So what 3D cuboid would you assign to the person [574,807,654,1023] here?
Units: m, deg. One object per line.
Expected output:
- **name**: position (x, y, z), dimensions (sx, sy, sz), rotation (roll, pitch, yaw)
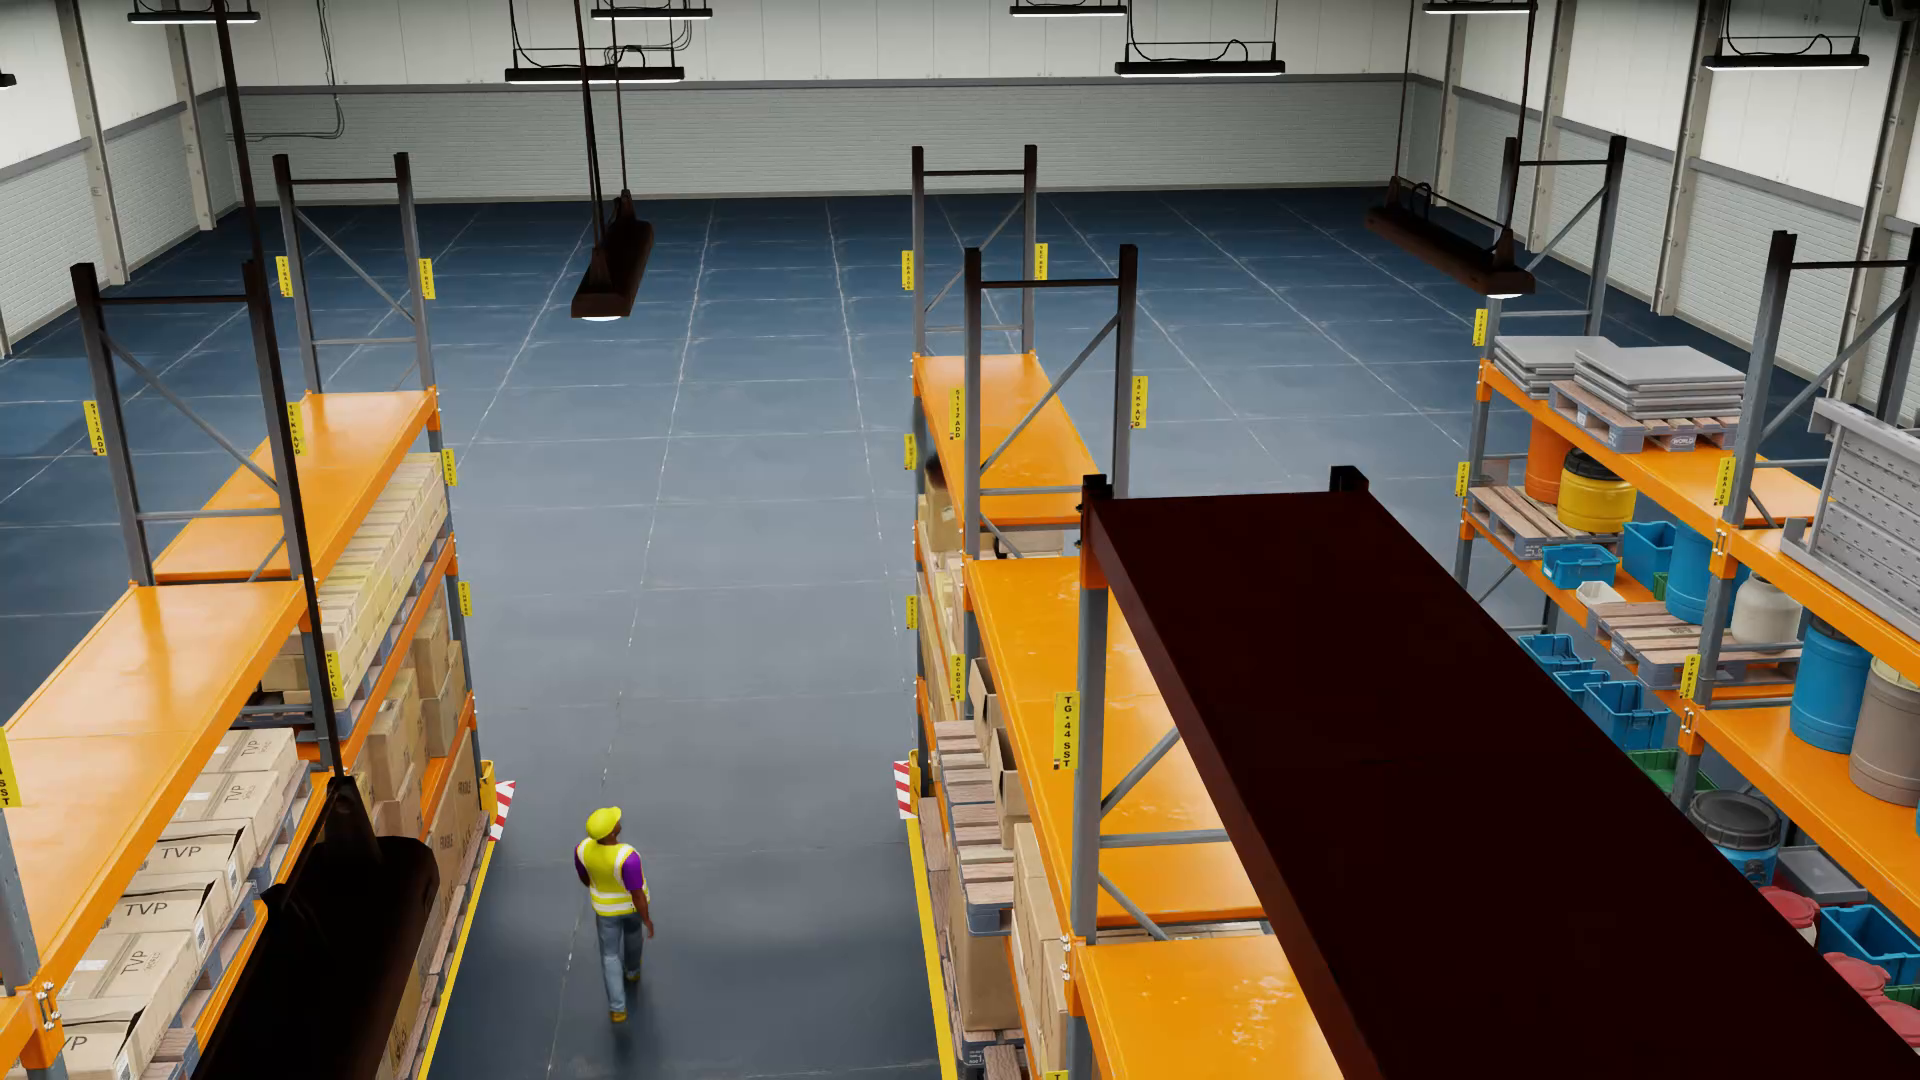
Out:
- **person**: position (-2.579, 2.725, 12.443), dimensions (0.519, 1.715, 0.975), rotation (-7, 23, -16)
